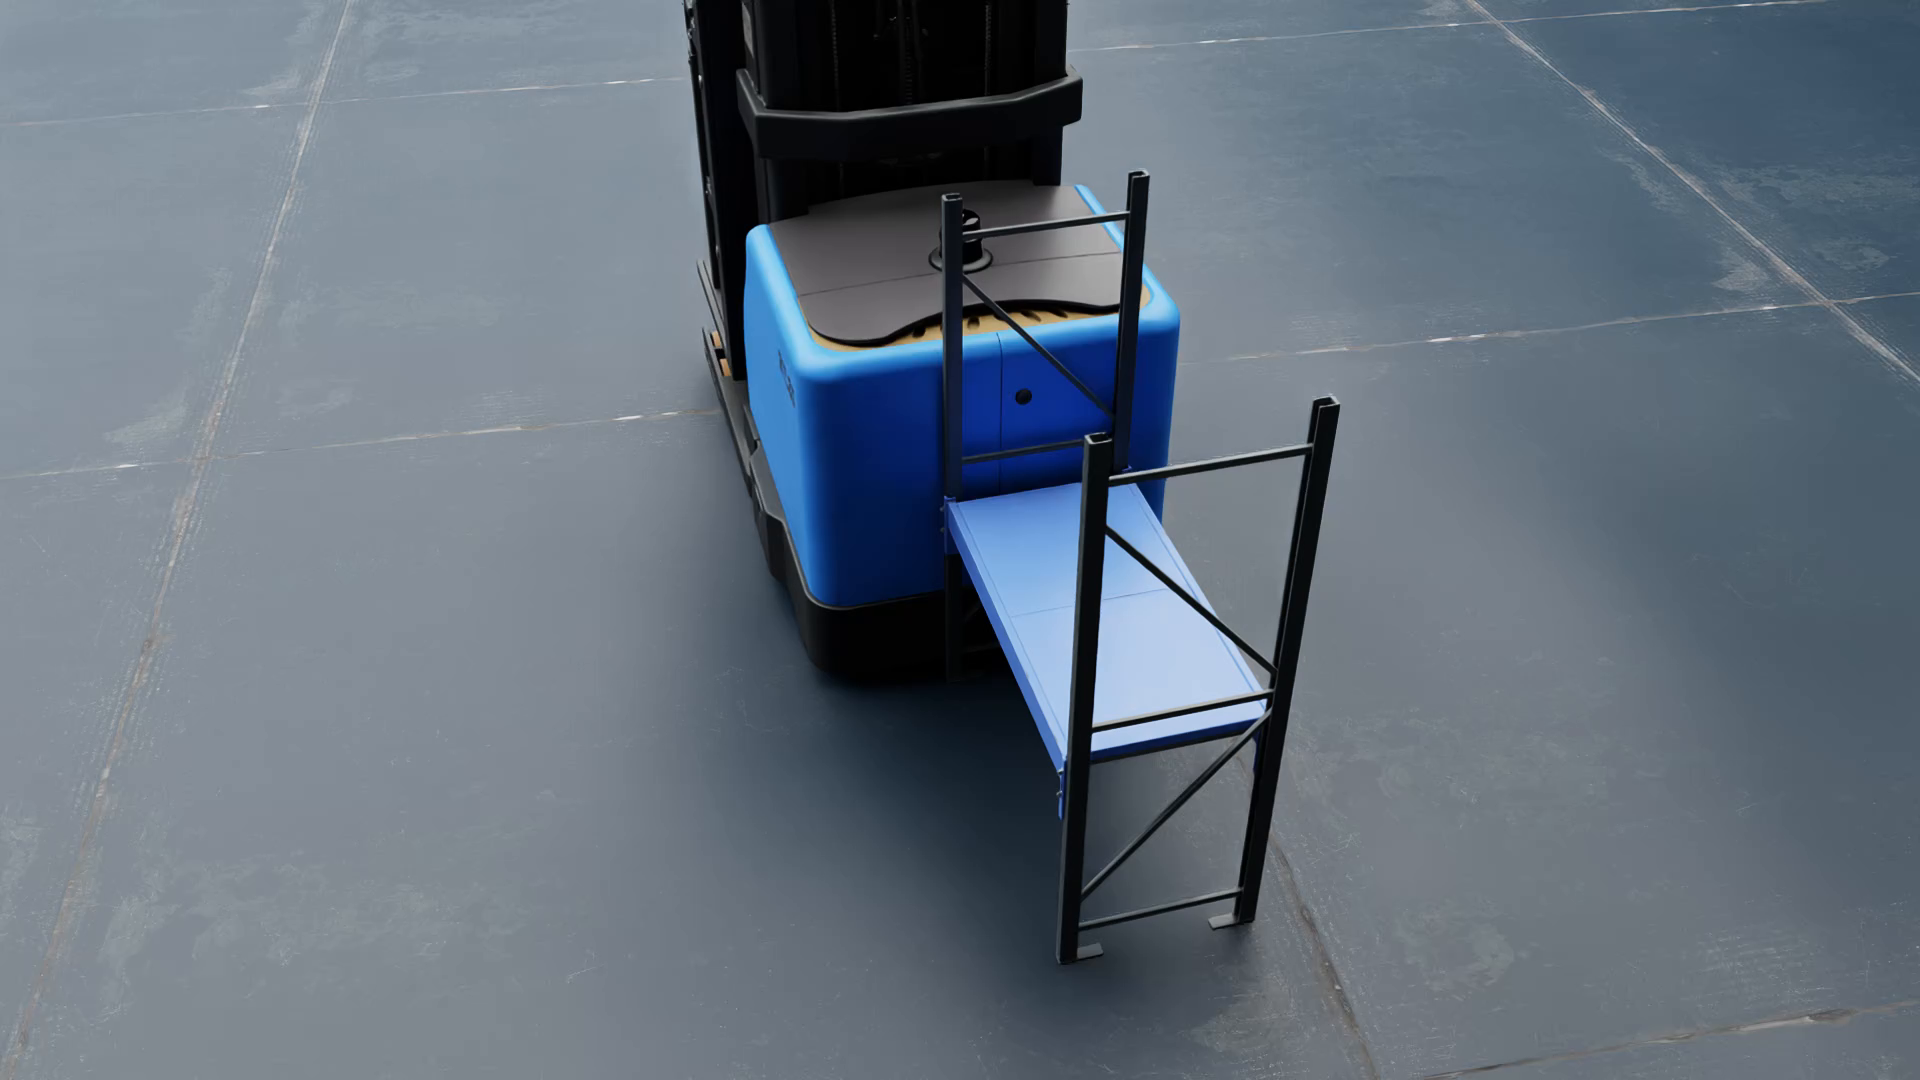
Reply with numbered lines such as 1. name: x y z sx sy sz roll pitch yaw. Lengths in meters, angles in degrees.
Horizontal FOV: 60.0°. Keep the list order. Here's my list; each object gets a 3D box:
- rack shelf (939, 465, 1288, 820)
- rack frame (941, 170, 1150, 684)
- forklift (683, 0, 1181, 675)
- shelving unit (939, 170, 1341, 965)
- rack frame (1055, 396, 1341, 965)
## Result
1. rack shelf: 0.337 0.210 4.051 0.538 0.185 1.000 -10 39 -12
2. rack frame: 0.202 -0.233 4.327 0.500 1.500 0.032 -10 39 -12
3. forklift: -0.296 -1.689 5.035 1.130 2.935 3.031 -10 39 -12
4. shelving unit: 0.337 0.067 3.941 0.538 1.500 1.048 -10 39 -12
5. rack frame: 0.473 0.368 3.554 0.500 1.500 0.032 -10 39 -12
